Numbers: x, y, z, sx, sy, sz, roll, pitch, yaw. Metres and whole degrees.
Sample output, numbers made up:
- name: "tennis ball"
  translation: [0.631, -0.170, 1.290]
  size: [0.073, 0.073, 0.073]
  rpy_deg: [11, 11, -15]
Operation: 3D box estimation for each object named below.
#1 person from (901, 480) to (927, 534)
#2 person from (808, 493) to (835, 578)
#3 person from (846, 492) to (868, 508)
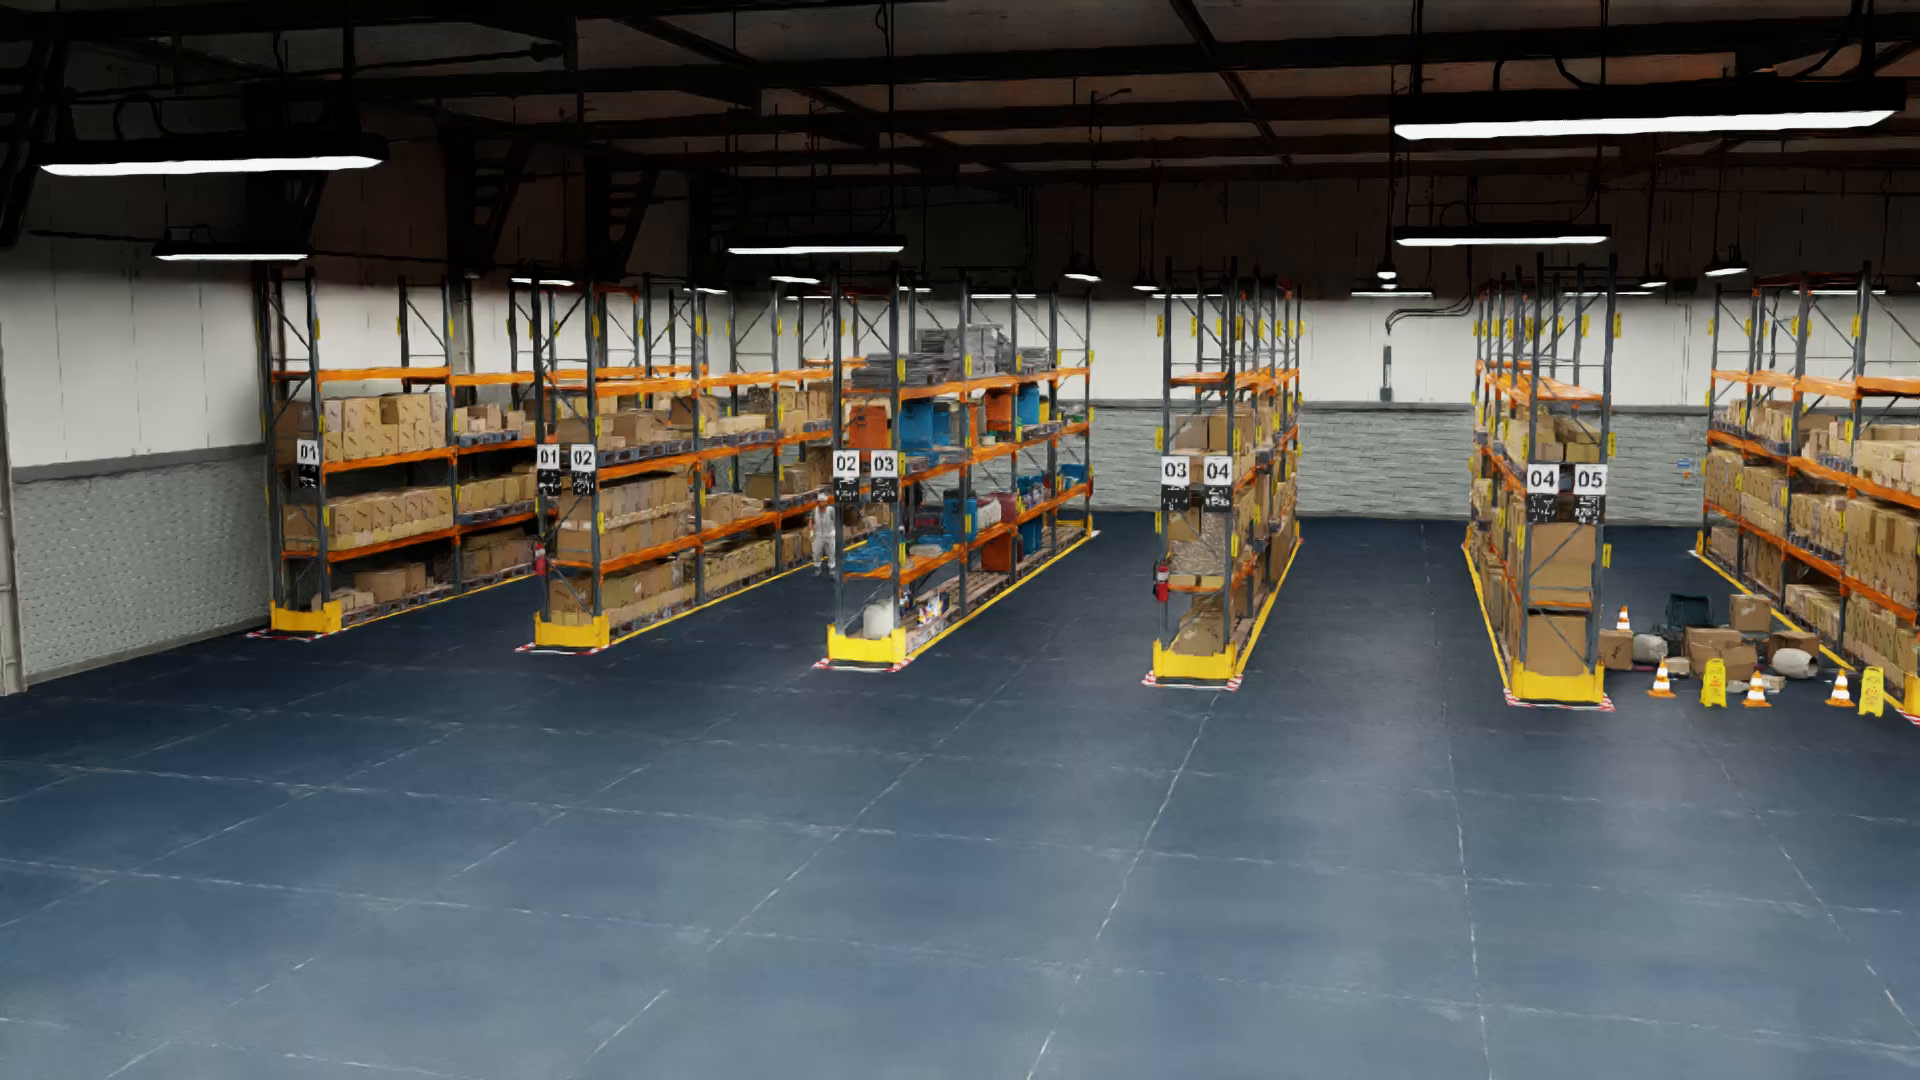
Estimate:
- name: "person"
  translation: [-1.116, -0.882, 39.928]
  size: [0.677, 1.674, 0.534]
  rpy_deg: [2, 7, 13]
- name: "person"
  translation: [-2.730, -0.083, 33.381]
  size: [0.677, 1.742, 0.552]
  rpy_deg: [2, 7, 13]
- name: "person"
  translation: [-2.831, -1.762, 46.494]
  size: [0.714, 1.757, 0.473]
  rpy_deg: [-5, 9, -35]
